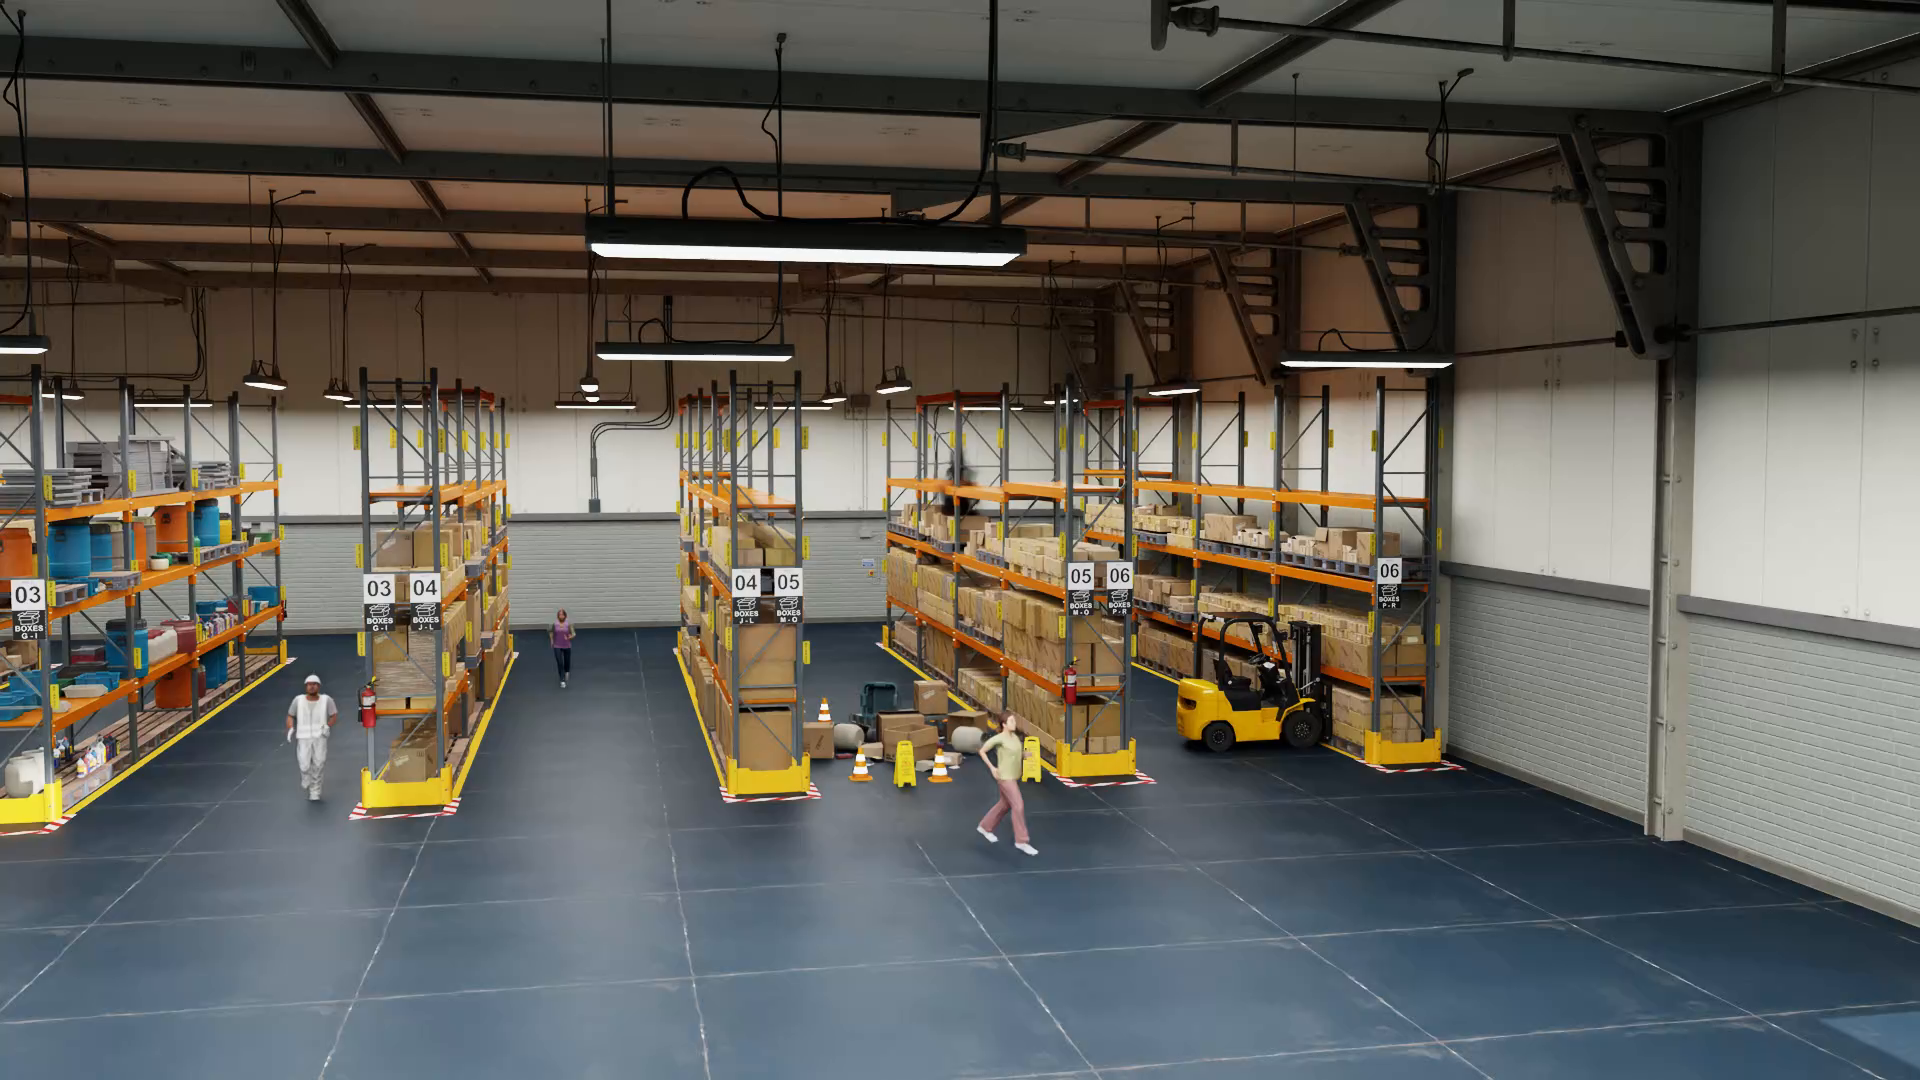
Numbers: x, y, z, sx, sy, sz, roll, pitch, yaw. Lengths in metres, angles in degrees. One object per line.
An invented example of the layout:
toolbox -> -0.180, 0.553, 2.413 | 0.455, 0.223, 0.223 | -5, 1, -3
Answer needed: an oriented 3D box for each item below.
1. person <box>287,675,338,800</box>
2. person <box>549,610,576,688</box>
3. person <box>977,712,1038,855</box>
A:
person -> -9.039, 2.751, 23.219 | 0.674, 1.721, 0.574 | -1, 4, -18
person -> -8.111, 2.193, 33.914 | 0.538, 1.568, 0.736 | -1, 3, -11
person -> 0.580, 2.937, 20.306 | 0.903, 1.694, 0.563 | 2, 4, 30
